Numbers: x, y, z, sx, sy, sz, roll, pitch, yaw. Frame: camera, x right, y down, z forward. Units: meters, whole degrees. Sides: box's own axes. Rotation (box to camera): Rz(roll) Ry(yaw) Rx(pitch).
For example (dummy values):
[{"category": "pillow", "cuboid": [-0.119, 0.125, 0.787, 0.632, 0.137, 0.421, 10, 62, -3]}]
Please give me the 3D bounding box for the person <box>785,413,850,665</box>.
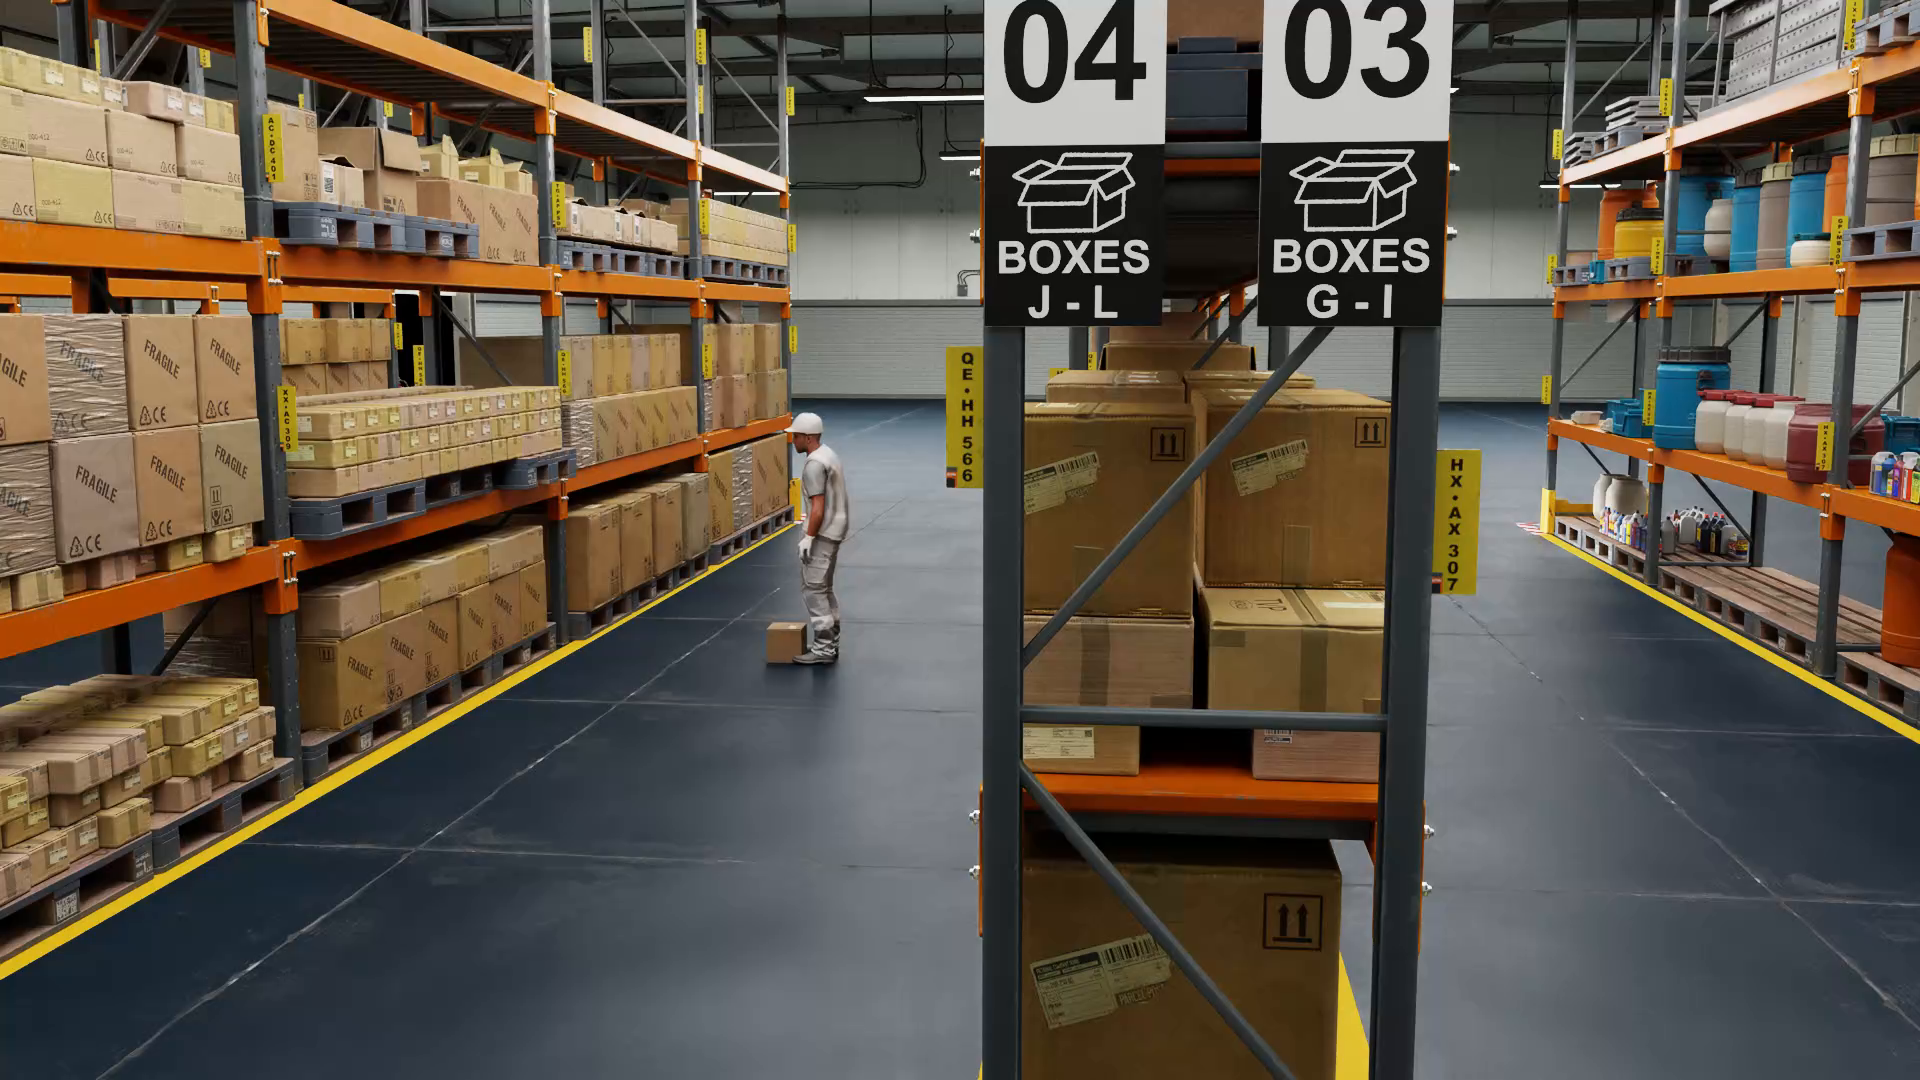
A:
[{"category": "person", "cuboid": [-1.015, -0.016, 11.850, 0.448, 1.779, 0.609, 1, 8, 7]}]
